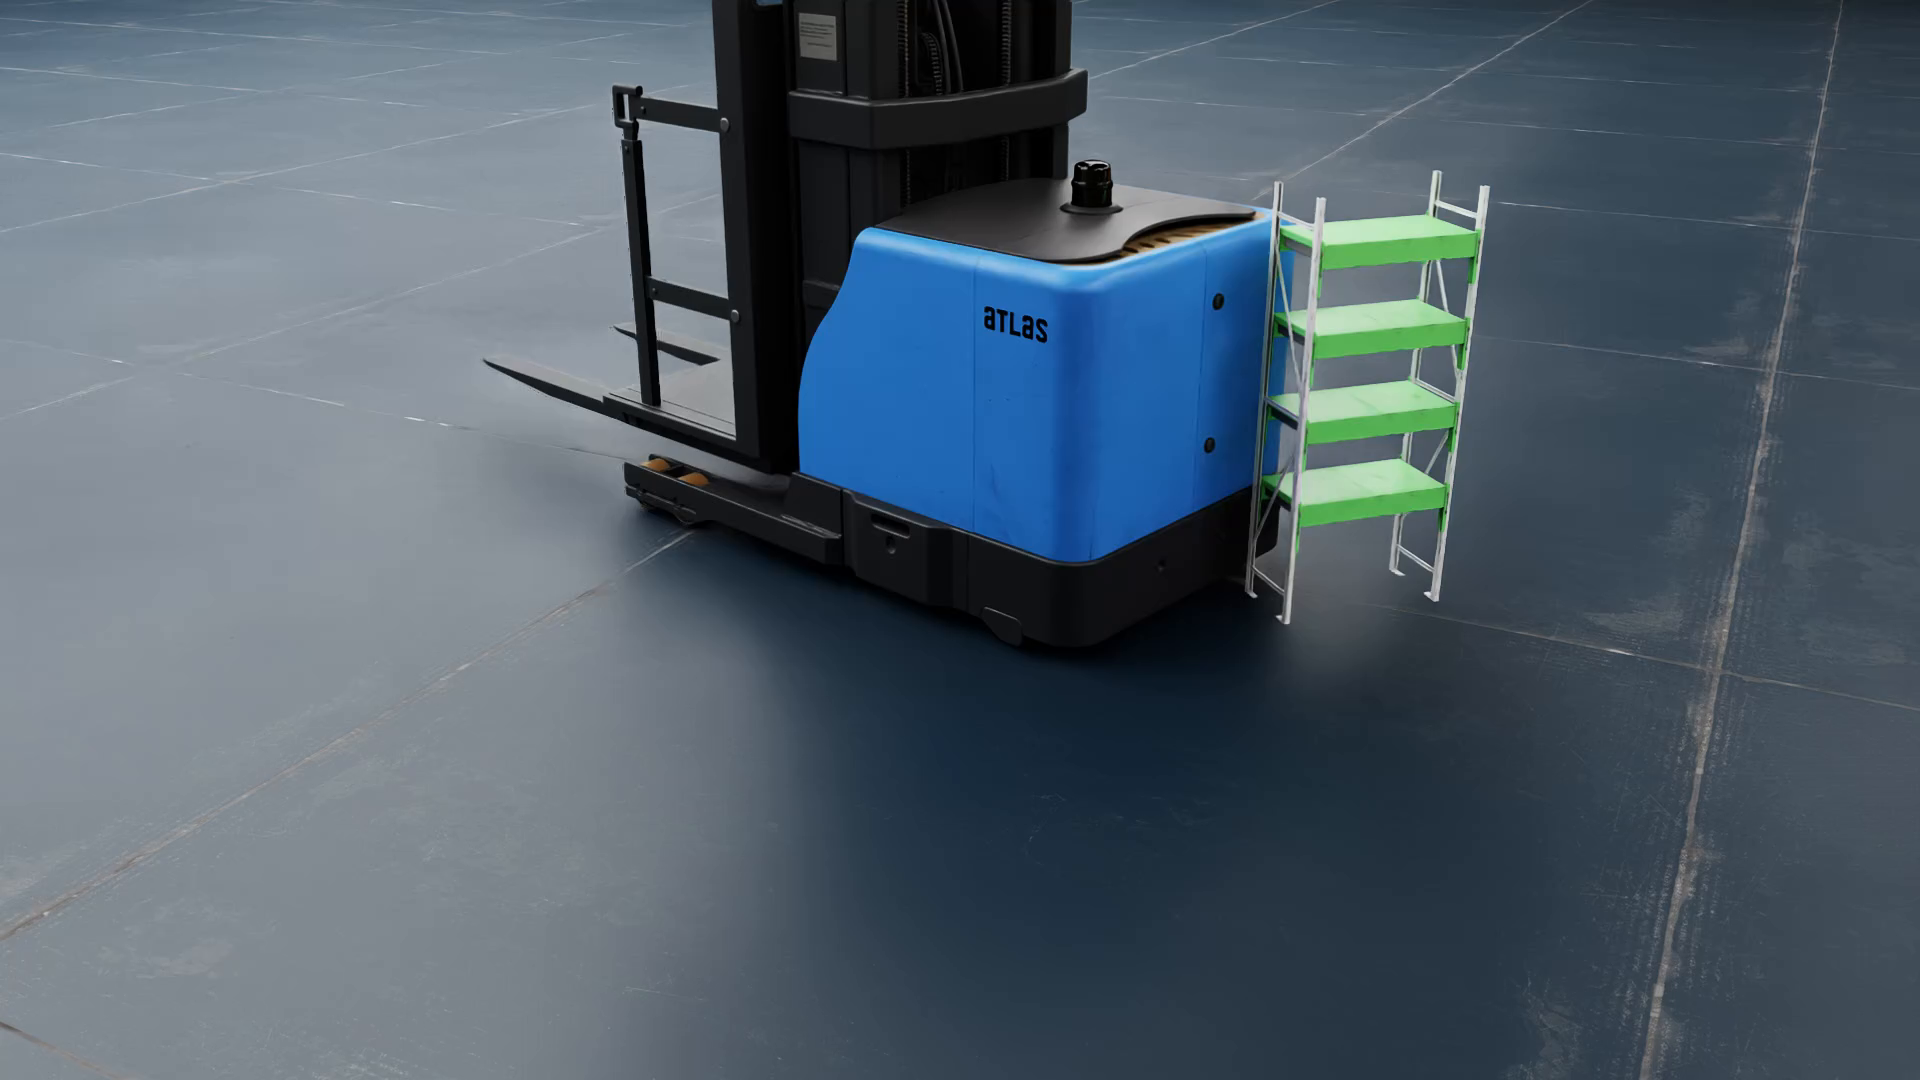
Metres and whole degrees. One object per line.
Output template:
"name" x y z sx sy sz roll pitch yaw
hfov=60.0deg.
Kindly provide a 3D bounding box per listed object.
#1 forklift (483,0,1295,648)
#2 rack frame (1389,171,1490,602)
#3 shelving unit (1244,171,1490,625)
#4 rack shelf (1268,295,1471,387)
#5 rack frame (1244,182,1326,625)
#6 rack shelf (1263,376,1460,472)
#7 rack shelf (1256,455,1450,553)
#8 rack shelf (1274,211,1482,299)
"forklift" -0.466 -1.530 5.103 3.031 2.935 1.130 20 30 38
"rack frame" 1.345 -0.418 4.700 0.015 1.200 0.240 -8 24 -17
"shelving unit" 1.114 -0.387 4.627 0.503 1.200 0.258 -8 24 -17
"rack shelf" 1.114 -0.549 4.559 0.480 0.148 0.258 -8 24 -17
"rack frame" 0.883 -0.356 4.555 0.015 1.200 0.240 -8 24 -17
"rack shelf" 1.114 -0.328 4.652 0.480 0.148 0.258 -8 24 -17
"rack shelf" 1.114 -0.108 4.746 0.480 0.148 0.258 -8 24 -17
"rack shelf" 1.114 -0.770 4.465 0.480 0.148 0.258 -8 24 -17
